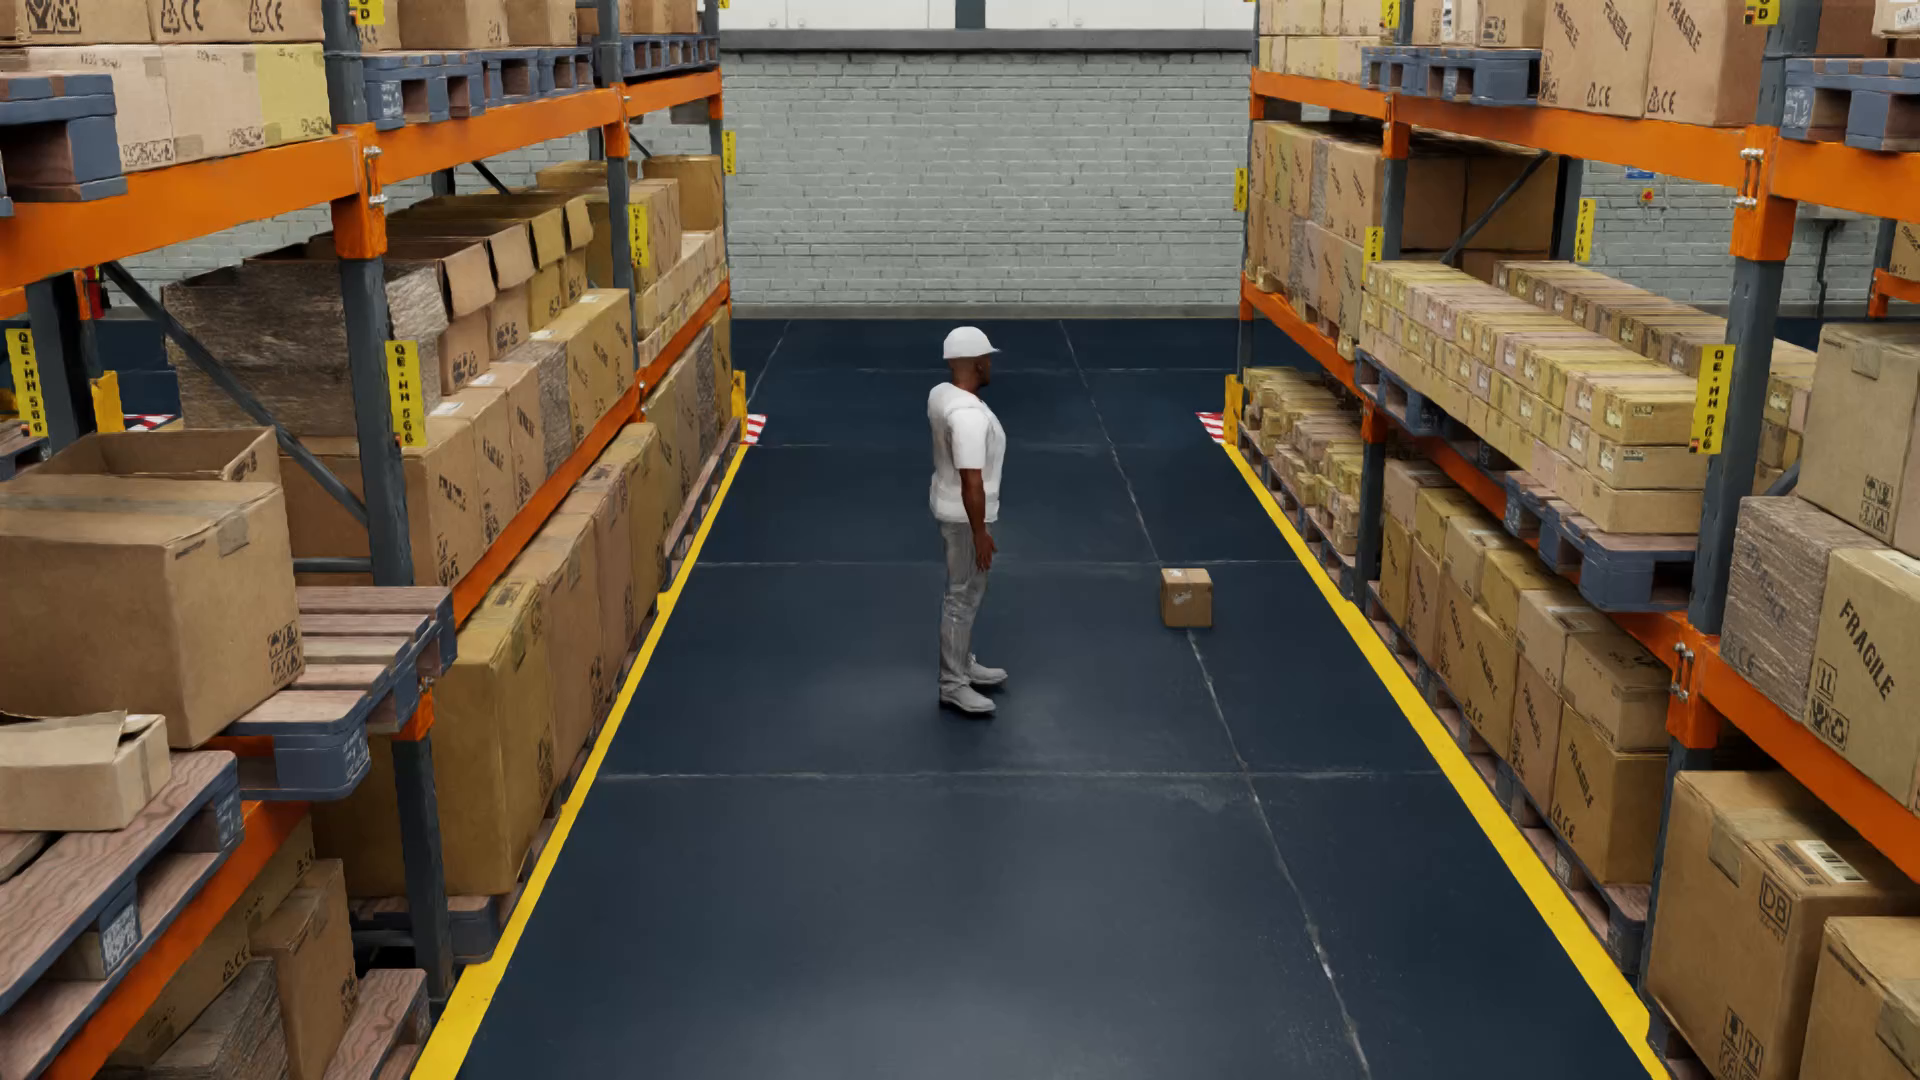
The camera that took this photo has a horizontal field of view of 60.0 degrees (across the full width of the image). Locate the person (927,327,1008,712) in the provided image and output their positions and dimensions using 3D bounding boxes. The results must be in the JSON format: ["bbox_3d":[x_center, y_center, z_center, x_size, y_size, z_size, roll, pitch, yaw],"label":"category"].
[{"bbox_3d":[0.052,-0.115,7.790,0.386,1.768,0.646,-2,17,-7],"label":"person"}]
